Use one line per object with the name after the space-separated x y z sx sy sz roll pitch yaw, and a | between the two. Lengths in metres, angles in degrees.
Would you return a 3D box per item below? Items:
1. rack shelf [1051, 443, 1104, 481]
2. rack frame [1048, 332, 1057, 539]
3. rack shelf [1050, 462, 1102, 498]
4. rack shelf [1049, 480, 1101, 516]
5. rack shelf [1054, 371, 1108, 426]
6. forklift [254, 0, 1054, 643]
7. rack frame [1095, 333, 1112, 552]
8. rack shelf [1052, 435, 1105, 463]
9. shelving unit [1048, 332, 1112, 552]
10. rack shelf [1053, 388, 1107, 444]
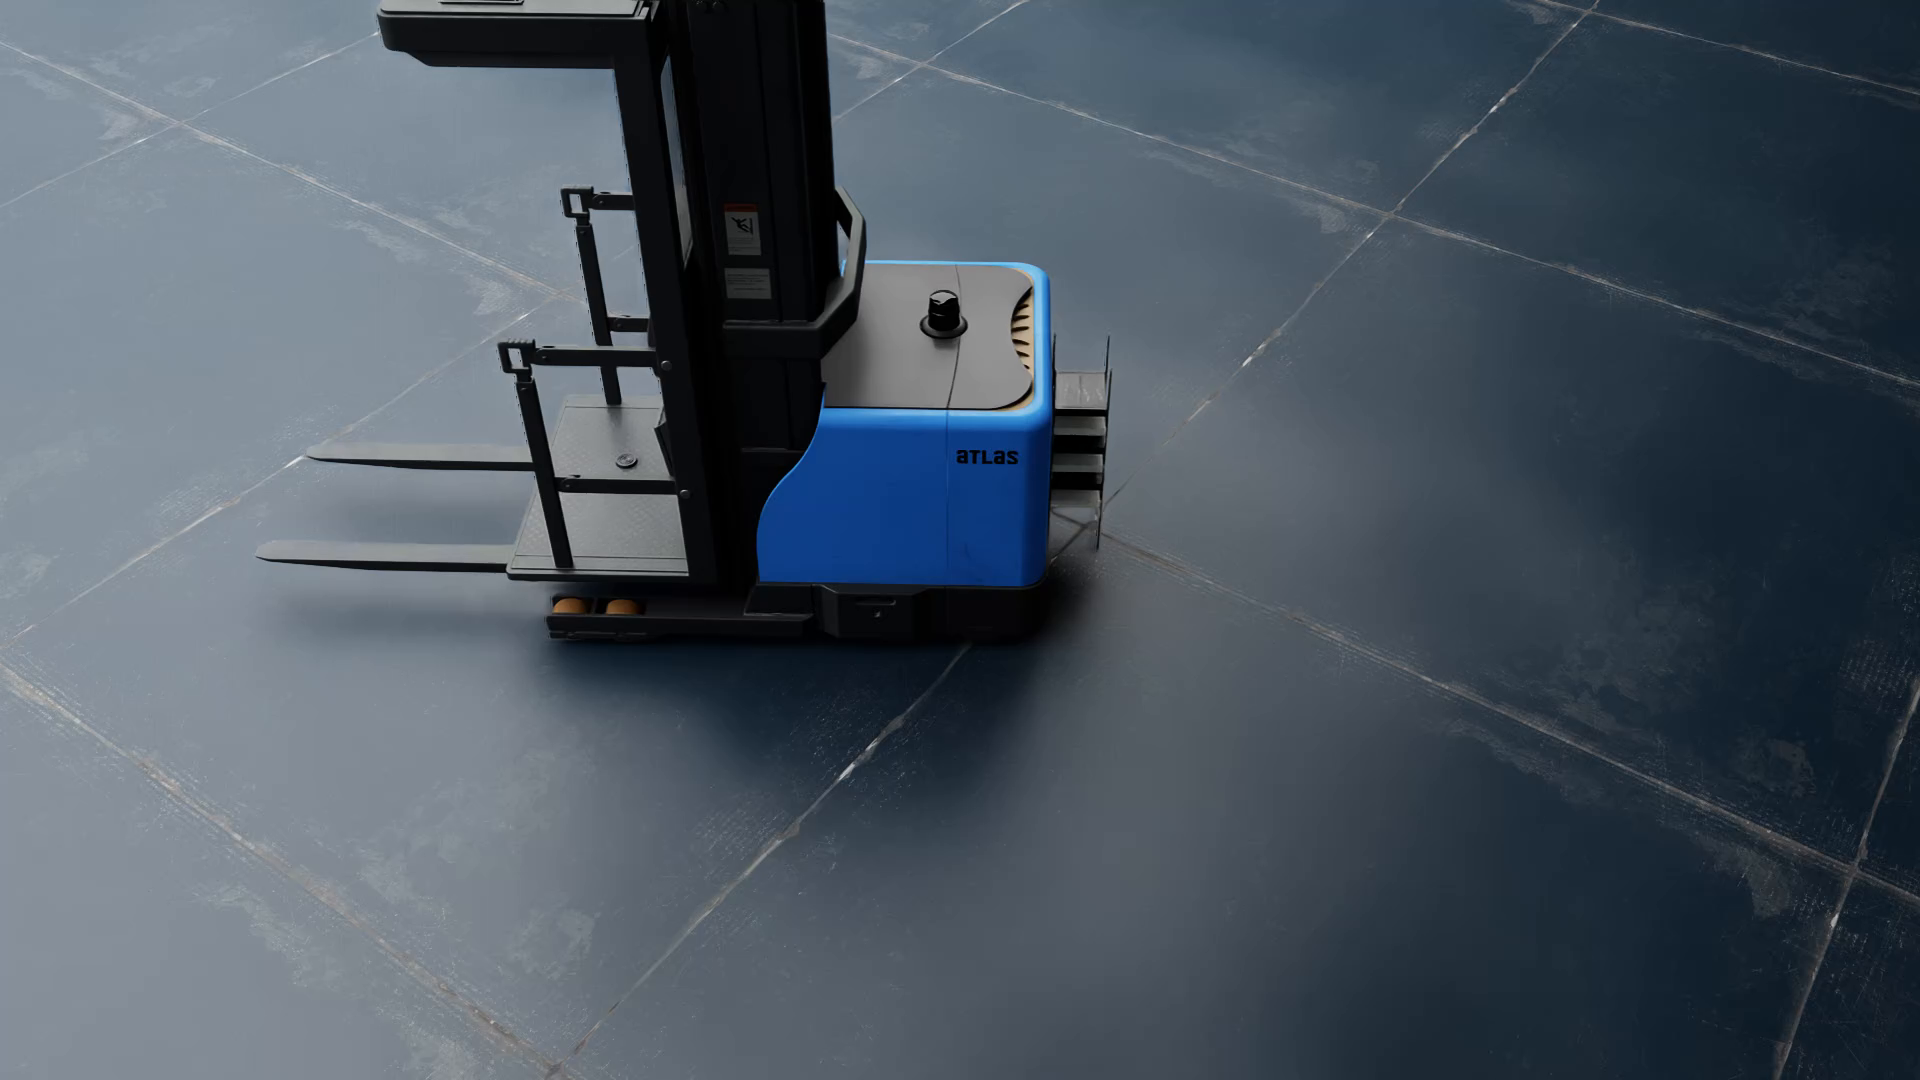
0.456 -0.342 6.508 0.200 0.077 0.258 1 42 1 | rack shelf
0.355 -0.369 6.488 0.006 0.900 0.240 1 42 1 | rack frame
0.456 -0.275 6.568 0.200 0.077 0.258 1 42 1 | rack shelf
0.456 -0.208 6.628 0.200 0.077 0.258 1 42 1 | rack shelf
0.456 -0.544 6.328 0.200 0.077 0.258 1 42 1 | rack shelf
-1.173 -1.057 5.733 3.031 2.935 1.130 1 42 1 | forklift
0.558 -0.365 6.483 0.006 0.900 0.240 1 42 1 | rack frame
0.456 -0.410 6.448 0.200 0.077 0.258 1 42 1 | rack shelf
0.456 -0.367 6.486 0.210 0.900 0.258 1 42 1 | shelving unit
0.456 -0.477 6.388 0.200 0.077 0.258 1 42 1 | rack shelf
